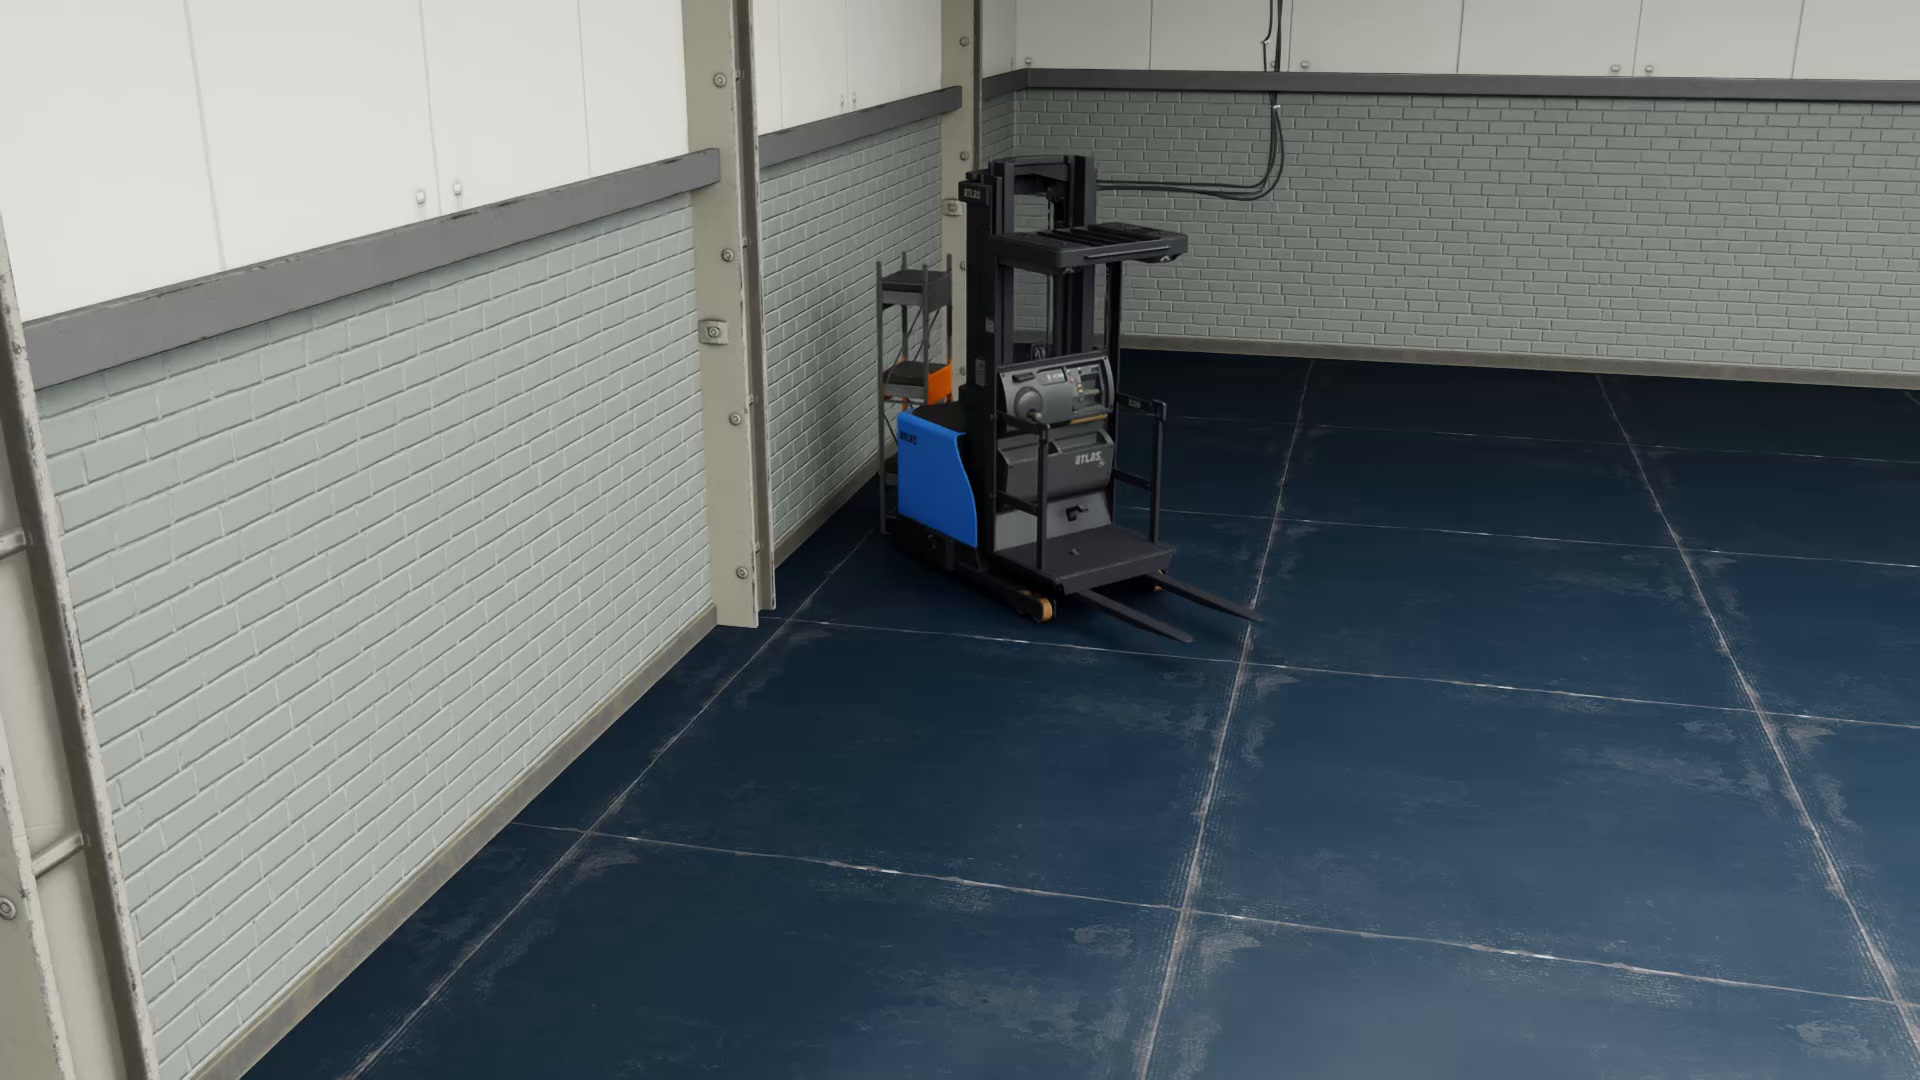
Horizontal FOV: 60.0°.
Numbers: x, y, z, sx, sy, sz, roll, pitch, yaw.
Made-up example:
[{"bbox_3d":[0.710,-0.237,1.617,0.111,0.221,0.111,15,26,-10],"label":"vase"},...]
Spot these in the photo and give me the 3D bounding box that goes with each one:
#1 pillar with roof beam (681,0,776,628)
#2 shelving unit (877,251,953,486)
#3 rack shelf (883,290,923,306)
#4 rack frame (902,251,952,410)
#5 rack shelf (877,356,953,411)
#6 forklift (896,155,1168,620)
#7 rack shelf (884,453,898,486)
[{"bbox_3d":[2.724,-3.411,8.752,9.100,9.000,0.400,5,19,13],"label":"pillar with roof beam"},{"bbox_3d":[-0.335,-1.100,12.660,0.431,2.100,0.492,7,20,19],"label":"shelving unit"},{"bbox_3d":[-0.337,-1.843,12.400,0.332,0.100,0.442,7,20,19],"label":"rack shelf"},{"bbox_3d":[-0.251,-1.172,12.871,0.400,2.100,0.015,7,20,19],"label":"rack frame"},{"bbox_3d":[-0.337,-1.085,12.659,0.431,0.518,0.480,7,20,19],"label":"rack shelf"},{"bbox_3d":[0.786,-1.014,11.121,1.130,2.935,3.031,-13,23,-33],"label":"forklift"},{"bbox_3d":[-0.337,-0.552,12.841,0.368,0.174,0.457,7,20,19],"label":"rack shelf"}]
